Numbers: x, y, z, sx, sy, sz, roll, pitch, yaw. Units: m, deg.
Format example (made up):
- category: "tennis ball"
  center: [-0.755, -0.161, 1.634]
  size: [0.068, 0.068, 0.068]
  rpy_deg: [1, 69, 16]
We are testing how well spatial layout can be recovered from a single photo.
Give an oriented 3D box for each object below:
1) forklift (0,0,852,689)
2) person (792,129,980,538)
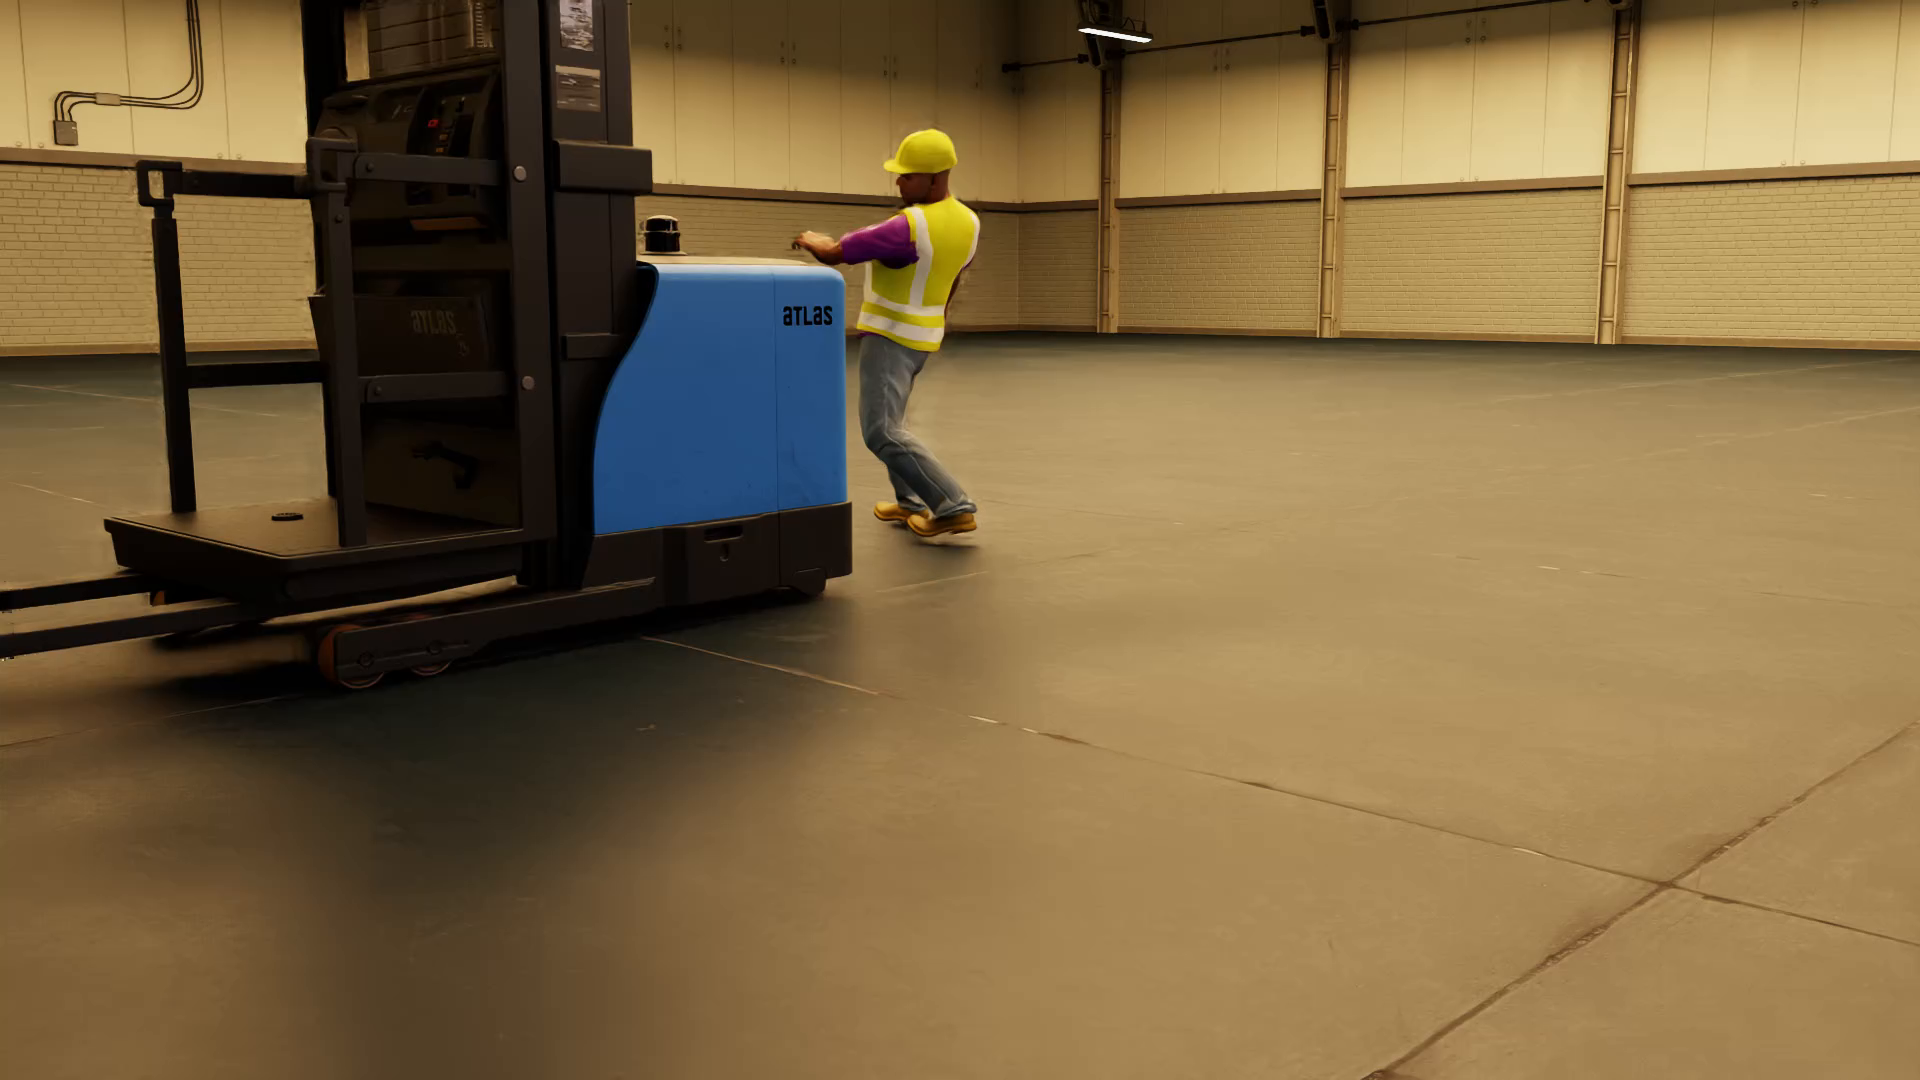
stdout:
- category: "forklift"
  center: [-1.719, -1.156, 4.550]
  size: [1.130, 2.935, 3.031]
  rpy_deg: [8, 11, 42]
- category: "person"
  center: [-0.254, -0.849, 6.891]
  size: [0.871, 1.608, 0.863]
  rpy_deg: [2, 9, 16]
